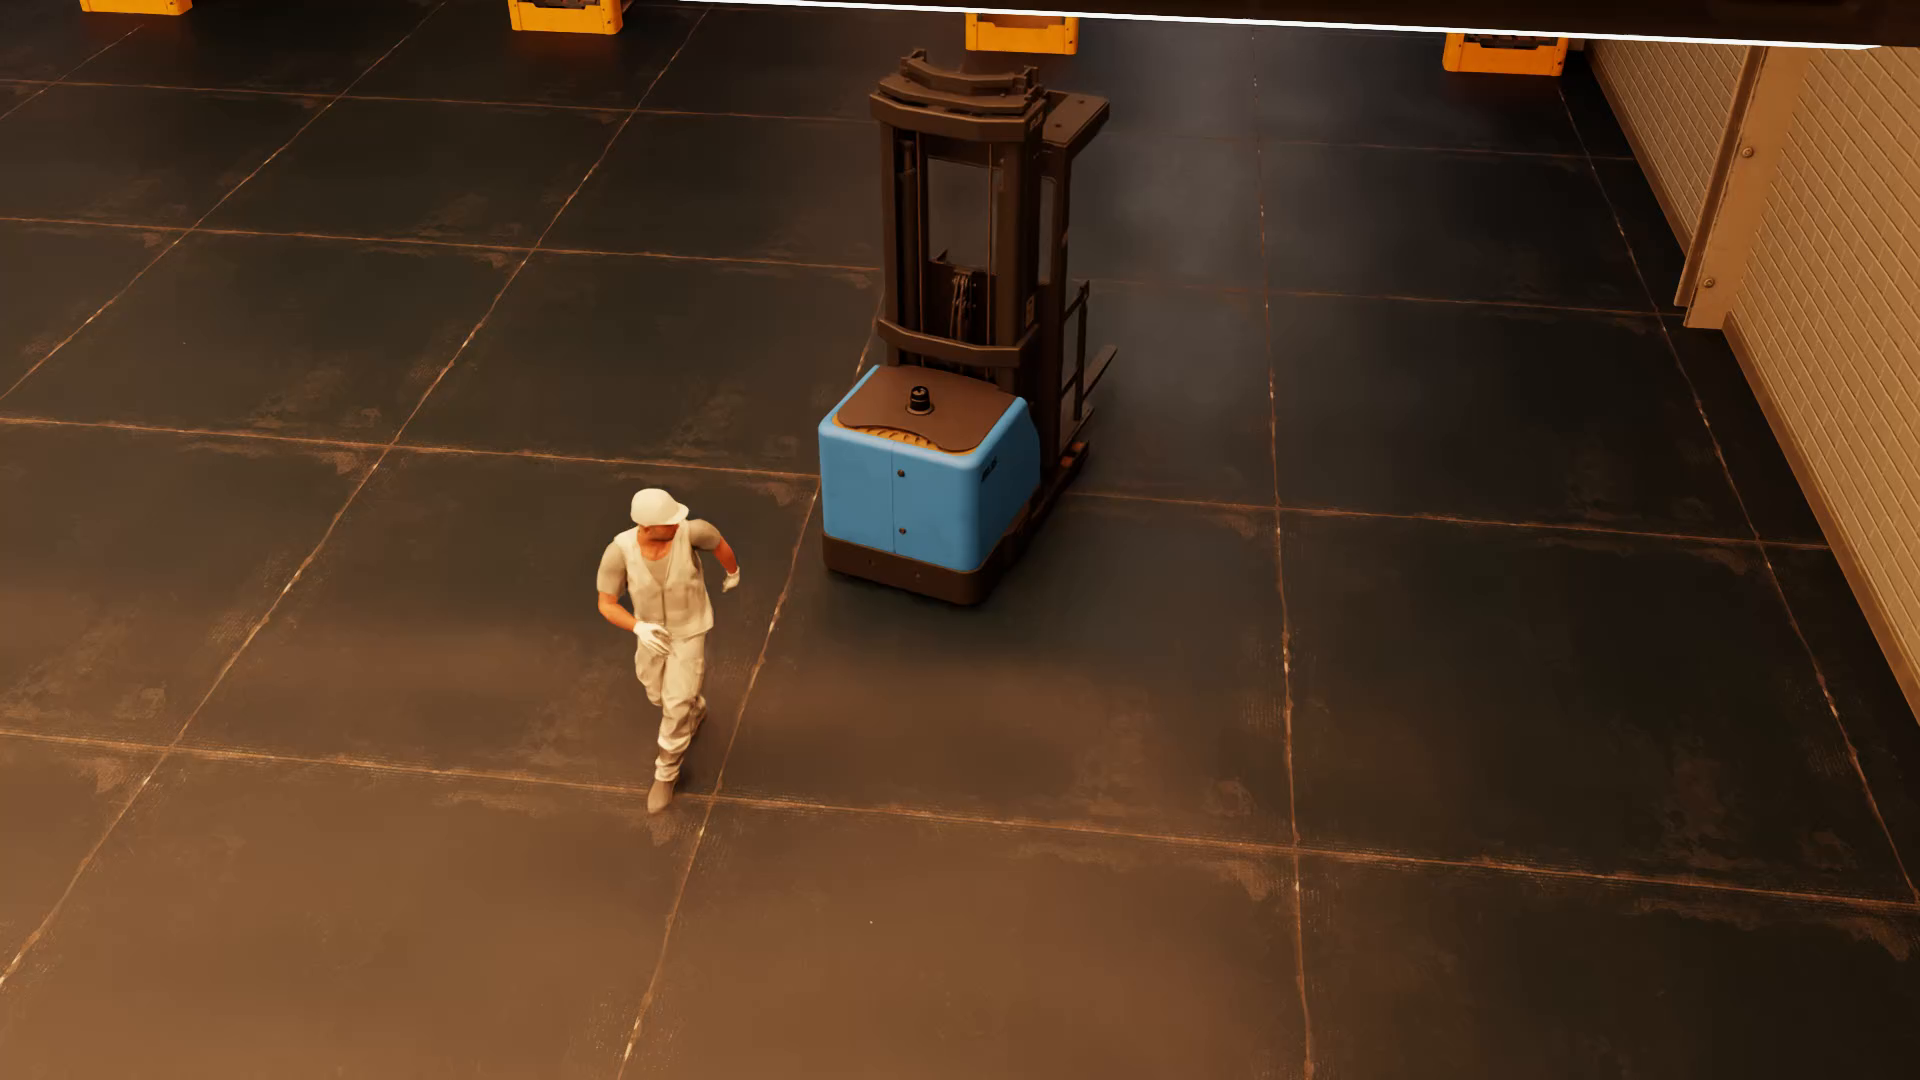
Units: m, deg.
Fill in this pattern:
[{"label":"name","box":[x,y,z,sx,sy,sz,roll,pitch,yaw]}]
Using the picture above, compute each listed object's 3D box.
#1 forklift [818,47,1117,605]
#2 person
[{"label":"forklift","box":[0.218,-1.663,10.286,1.130,2.935,3.031,15,39,19]},{"label":"person","box":[-1.488,0.462,8.453,0.570,1.732,0.960,5,37,7]}]
